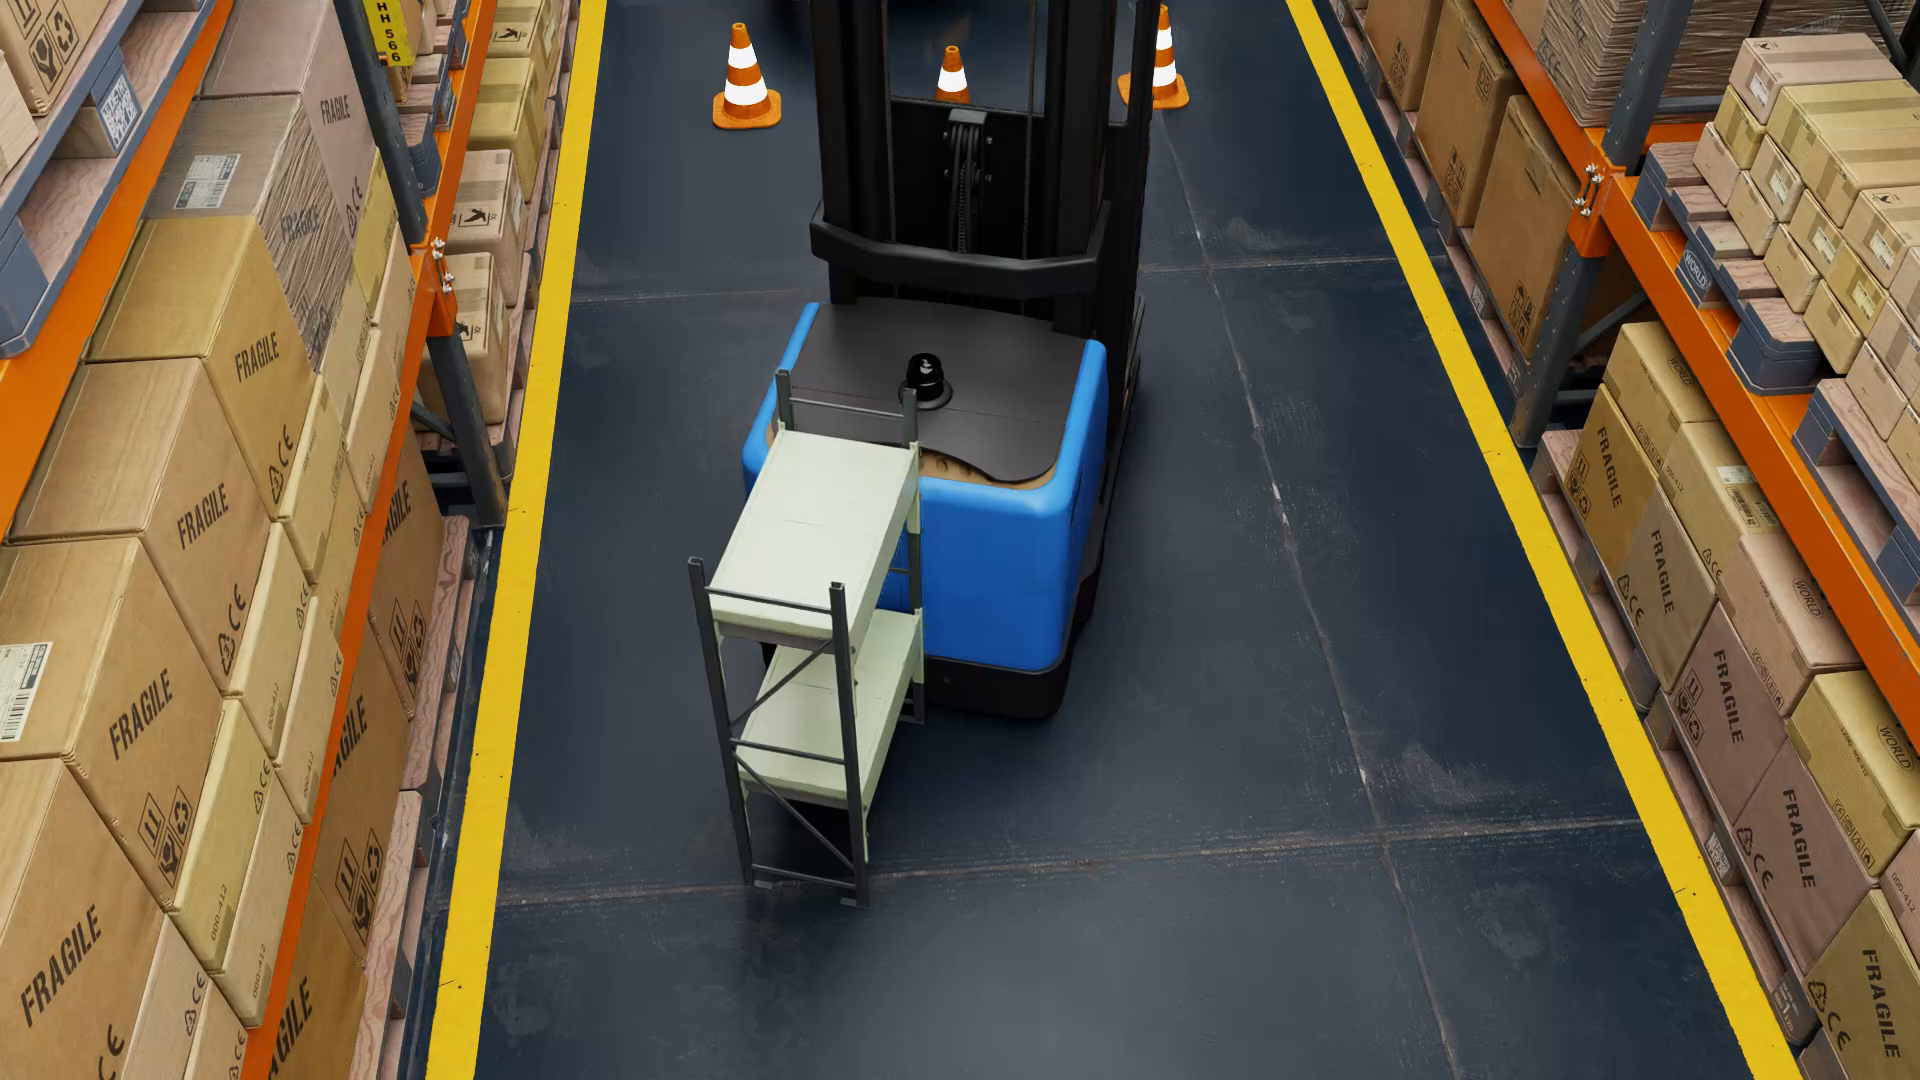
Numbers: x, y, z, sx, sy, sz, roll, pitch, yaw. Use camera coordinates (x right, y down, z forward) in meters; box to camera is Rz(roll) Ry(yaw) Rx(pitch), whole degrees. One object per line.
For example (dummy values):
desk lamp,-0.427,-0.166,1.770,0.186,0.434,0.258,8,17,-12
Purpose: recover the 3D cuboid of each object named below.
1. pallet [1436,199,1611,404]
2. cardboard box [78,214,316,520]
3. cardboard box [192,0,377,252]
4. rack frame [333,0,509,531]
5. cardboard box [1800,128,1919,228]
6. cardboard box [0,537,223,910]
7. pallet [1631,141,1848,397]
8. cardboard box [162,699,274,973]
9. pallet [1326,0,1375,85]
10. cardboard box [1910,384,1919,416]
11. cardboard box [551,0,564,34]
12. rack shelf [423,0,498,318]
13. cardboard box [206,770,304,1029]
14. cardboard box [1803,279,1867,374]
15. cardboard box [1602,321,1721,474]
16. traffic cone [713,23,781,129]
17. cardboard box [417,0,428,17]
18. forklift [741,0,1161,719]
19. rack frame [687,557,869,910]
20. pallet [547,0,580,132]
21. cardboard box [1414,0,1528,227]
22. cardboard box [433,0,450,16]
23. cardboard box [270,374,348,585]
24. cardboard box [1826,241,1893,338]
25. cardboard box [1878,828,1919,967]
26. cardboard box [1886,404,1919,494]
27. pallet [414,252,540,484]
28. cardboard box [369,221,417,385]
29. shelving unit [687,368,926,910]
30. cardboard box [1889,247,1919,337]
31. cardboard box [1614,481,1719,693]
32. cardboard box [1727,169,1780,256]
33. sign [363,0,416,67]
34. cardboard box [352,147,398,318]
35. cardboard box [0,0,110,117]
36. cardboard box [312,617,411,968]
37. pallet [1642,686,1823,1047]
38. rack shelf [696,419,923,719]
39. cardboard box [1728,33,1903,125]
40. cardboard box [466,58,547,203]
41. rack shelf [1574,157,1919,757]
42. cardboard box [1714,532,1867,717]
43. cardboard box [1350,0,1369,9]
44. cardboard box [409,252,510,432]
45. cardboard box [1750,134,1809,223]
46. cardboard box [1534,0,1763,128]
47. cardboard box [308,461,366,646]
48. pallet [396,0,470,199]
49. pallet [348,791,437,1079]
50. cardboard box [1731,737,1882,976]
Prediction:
pallet,2.710,-1.079,7.127,1.003,0.211,1.213,-3,47,-3
cardboard box,-1.833,-0.379,3.785,0.500,0.500,0.500,-3,47,-3
cardboard box,-1.919,-1.109,4.477,0.500,0.500,0.500,-5,47,-4
rack frame,-2.223,-1.089,5.215,1.000,3.000,0.127,-3,47,-3
cardboard box,2.588,-1.008,4.612,0.380,0.149,0.250,-4,47,-4
cardboard box,-1.748,0.362,3.084,0.500,0.500,0.500,-5,47,-4
pallet,2.867,-0.888,5.157,1.213,0.211,1.003,-3,47,-3
cardboard box,-1.731,0.607,3.368,0.500,0.250,0.500,-3,47,-3
pallet,2.506,-2.845,8.799,1.003,0.211,1.213,-3,47,-3
cardboard box,2.651,-0.330,4.175,0.380,0.149,0.250,-4,47,-4
cardboard box,-2.511,-2.845,8.399,0.950,0.372,0.625,-3,47,-3
rack shelf,-2.390,-2.289,6.847,1.077,0.370,4.000,-3,47,-3
cardboard box,-1.734,0.776,3.552,0.500,0.250,0.500,-4,47,-4
cardboard box,2.607,-0.601,4.637,0.380,0.149,0.250,-2,47,-1
cardboard box,2.518,-0.492,5.566,0.500,0.250,0.500,-5,47,-5
traffic cone,-1.059,-2.299,8.108,0.336,0.463,0.334,-3,47,-3
cardboard box,-2.081,-2.086,5.597,0.500,0.500,0.500,-1,47,-1
forklift,0.122,-1.498,5.650,1.130,2.935,3.031,9,47,8
rack frame,-0.480,0.595,4.653,0.400,1.500,0.023,9,47,9
pallet,-2.491,-2.461,8.435,1.003,0.211,1.213,-3,47,-3
cardboard box,2.663,-1.912,7.255,1.050,0.750,0.750,-3,47,-3
cardboard box,-2.035,-2.001,5.963,0.380,0.149,0.250,-3,47,-3
cardboard box,-1.819,-0.135,4.070,0.500,0.250,0.500,-5,47,-4
cardboard box,2.613,-0.690,4.516,0.380,0.149,0.250,-3,47,-3
cardboard box,2.692,0.992,4.160,0.500,0.250,0.500,-1,47,-1
cardboard box,2.650,-0.226,4.282,0.380,0.149,0.250,-3,47,-3
pallet,-2.287,-0.696,6.763,1.003,0.211,1.213,-3,47,-3
cardboard box,-1.922,-0.687,4.938,0.500,0.250,0.500,-5,47,-5
shelving unit,-0.398,0.335,4.898,0.431,1.500,0.755,9,47,9
cardboard box,2.634,-0.620,4.245,0.380,0.149,0.250,-2,47,-1
cardboard box,2.552,0.143,5.481,0.500,0.500,0.500,-3,47,-3
cardboard box,2.560,-0.991,5.006,0.380,0.149,0.250,-1,47,-1
sign,-1.670,-1.523,4.829,0.100,0.325,0.005,-3,47,-3
cardboard box,-1.929,-0.874,4.771,0.500,0.250,0.500,-4,47,-3
cardboard box,-1.786,-1.042,2.747,0.500,0.500,0.500,-3,47,-3
cardboard box,-2.177,0.648,4.745,0.875,0.875,0.875,-3,47,-3
pallet,2.864,0.942,5.213,1.003,0.211,1.213,-3,47,-3
rack shelf,-0.398,0.068,4.613,0.431,0.370,0.720,9,47,9
cardboard box,2.547,-1.376,4.962,0.380,0.149,0.250,-3,47,-3
cardboard box,-2.388,-1.822,7.430,0.950,0.372,0.625,-2,47,-2
rack shelf,2.869,0.231,4.460,1.077,0.370,4.000,-3,47,-3
cardboard box,2.589,0.234,4.879,0.500,0.250,0.500,-3,47,-3
cardboard box,2.508,-3.284,8.555,1.050,0.750,0.750,-4,47,-3
cardboard box,-2.260,-0.739,6.405,0.950,0.372,0.625,-6,47,-6
cardboard box,2.566,-1.065,4.872,0.380,0.149,0.250,-1,47,-1
cardboard box,2.396,-1.807,5.827,0.500,0.500,0.500,-3,47,-3
cardboard box,-1.837,0.047,4.243,0.500,0.250,0.500,-4,47,-4
pallet,-2.389,-1.532,5.767,1.213,0.211,1.003,-3,47,-3
pallet,-2.133,1.325,4.849,1.003,0.211,1.213,-3,47,-3
cardboard box,2.642,0.883,4.780,0.500,0.500,0.500,-4,47,-4
